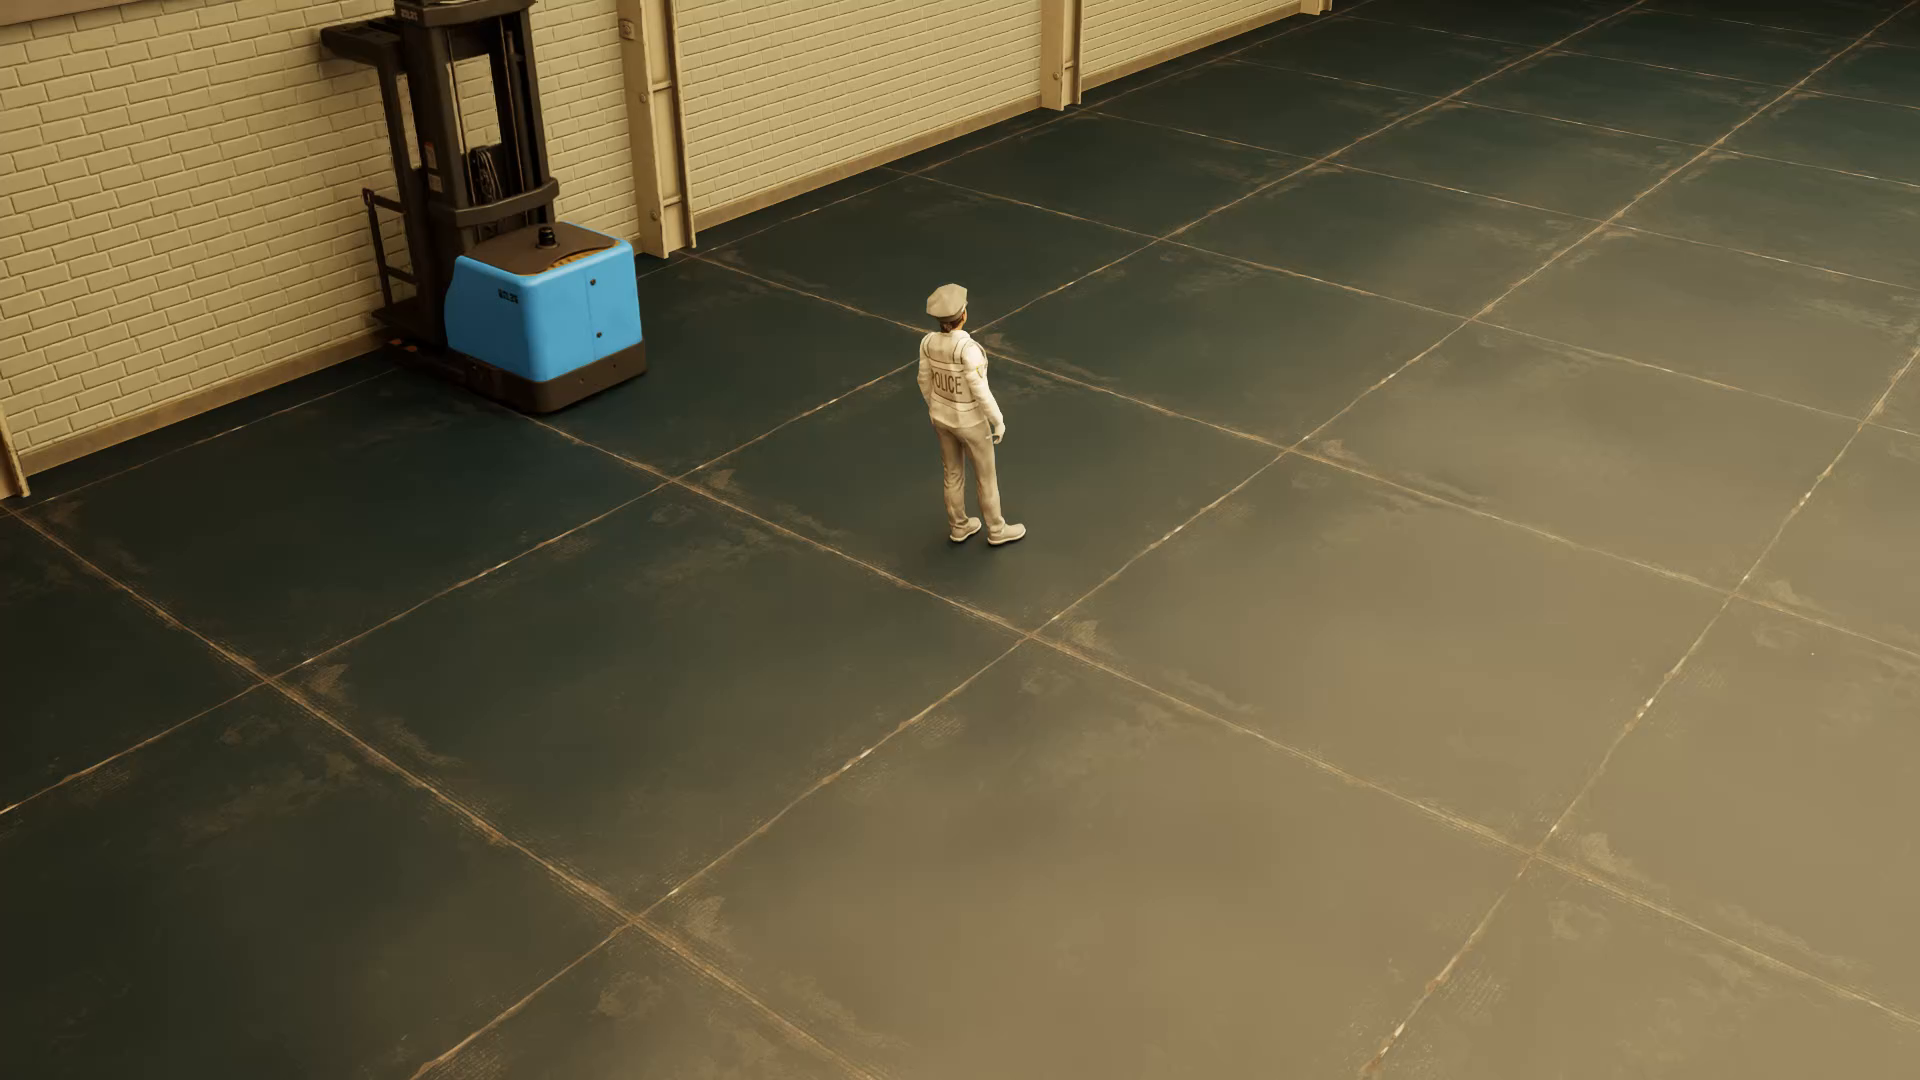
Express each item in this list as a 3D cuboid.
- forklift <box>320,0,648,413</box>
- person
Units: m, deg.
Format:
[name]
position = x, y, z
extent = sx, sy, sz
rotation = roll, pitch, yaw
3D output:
[forklift]
position = -3.830, -2.776, 12.345
extent = 3.031, 2.935, 1.130
rotation = 22, 37, 33
[person]
position = 0.048, -0.763, 10.111
extent = 0.588, 1.695, 0.531
rotation = 22, 37, 33
